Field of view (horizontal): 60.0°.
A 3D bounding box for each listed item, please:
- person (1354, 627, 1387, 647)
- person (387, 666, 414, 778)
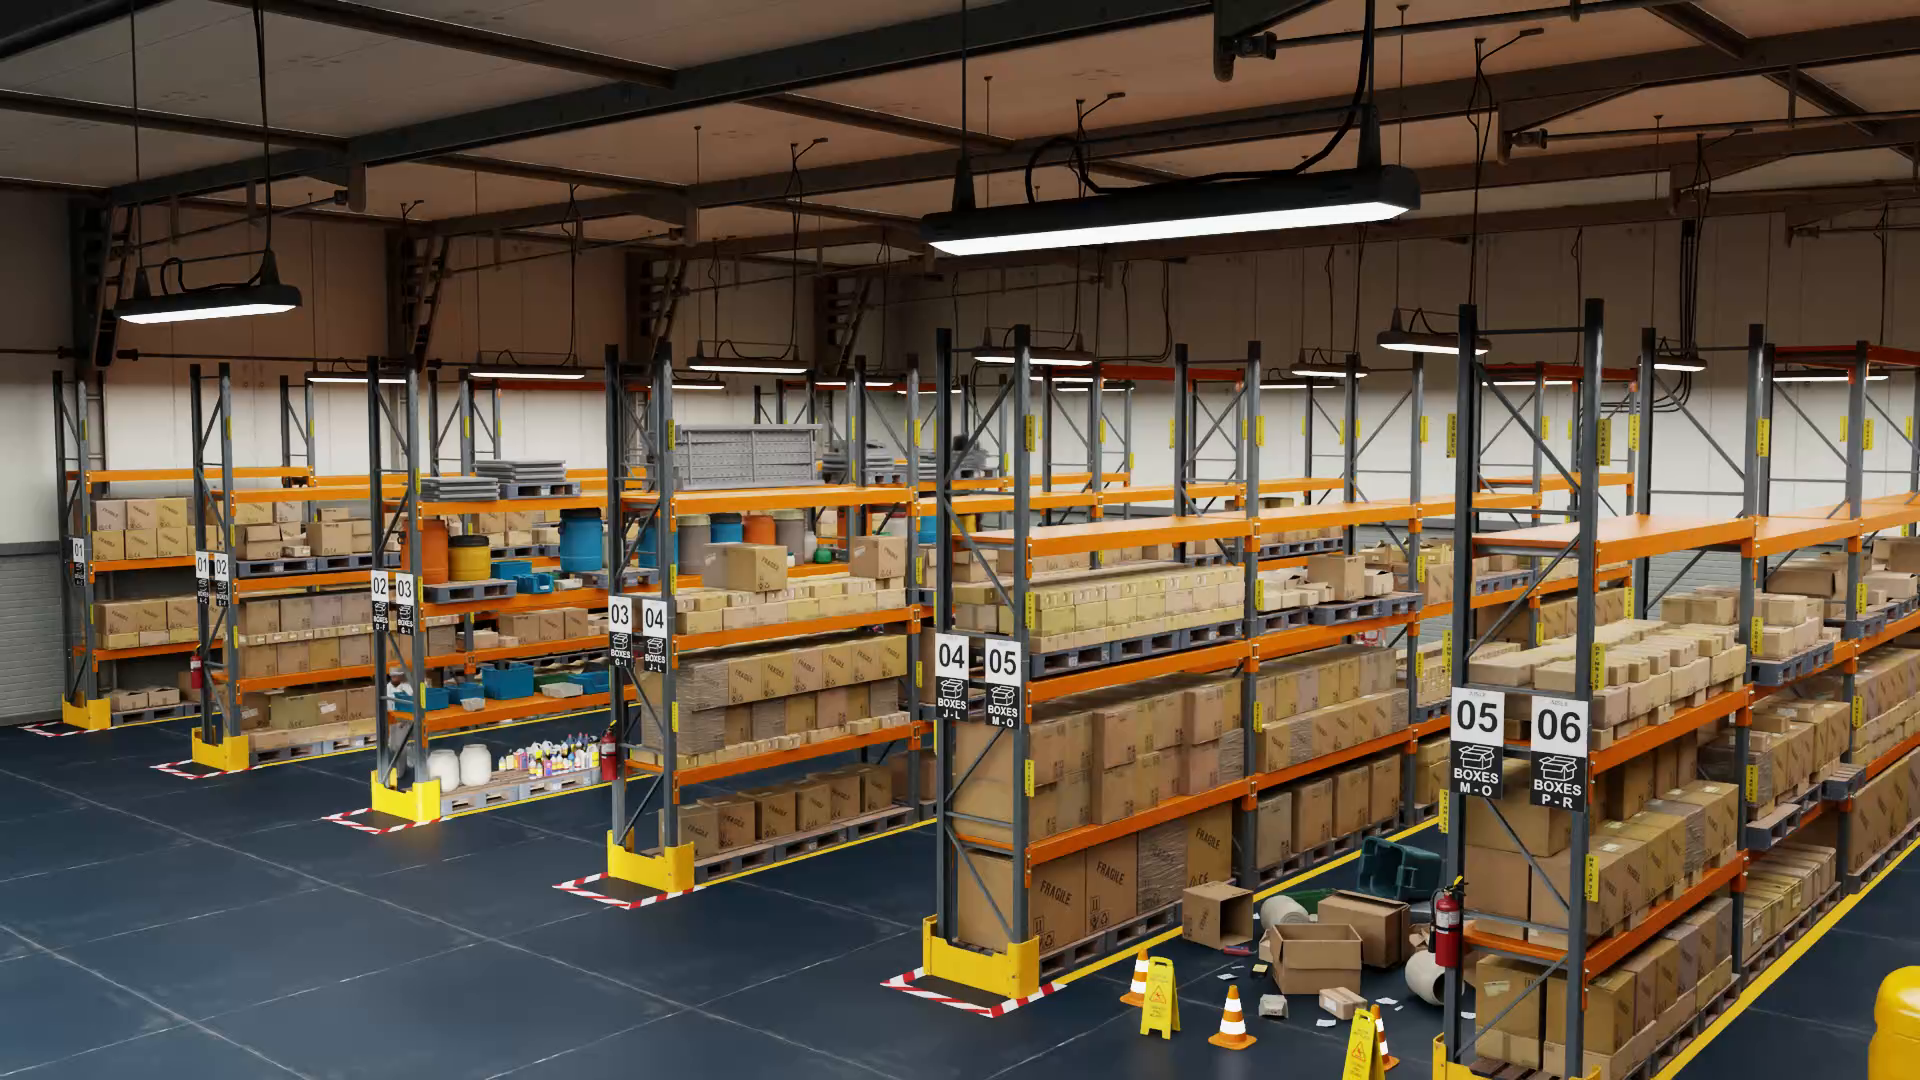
[{"bbox_3d":[7.762,2.019,31.846,0.801,1.709,0.727,0,4,-5],"label":"person"},{"bbox_3d":[-8.117,2.619,24.156,0.573,1.636,0.533,1,4,14],"label":"person"}]
